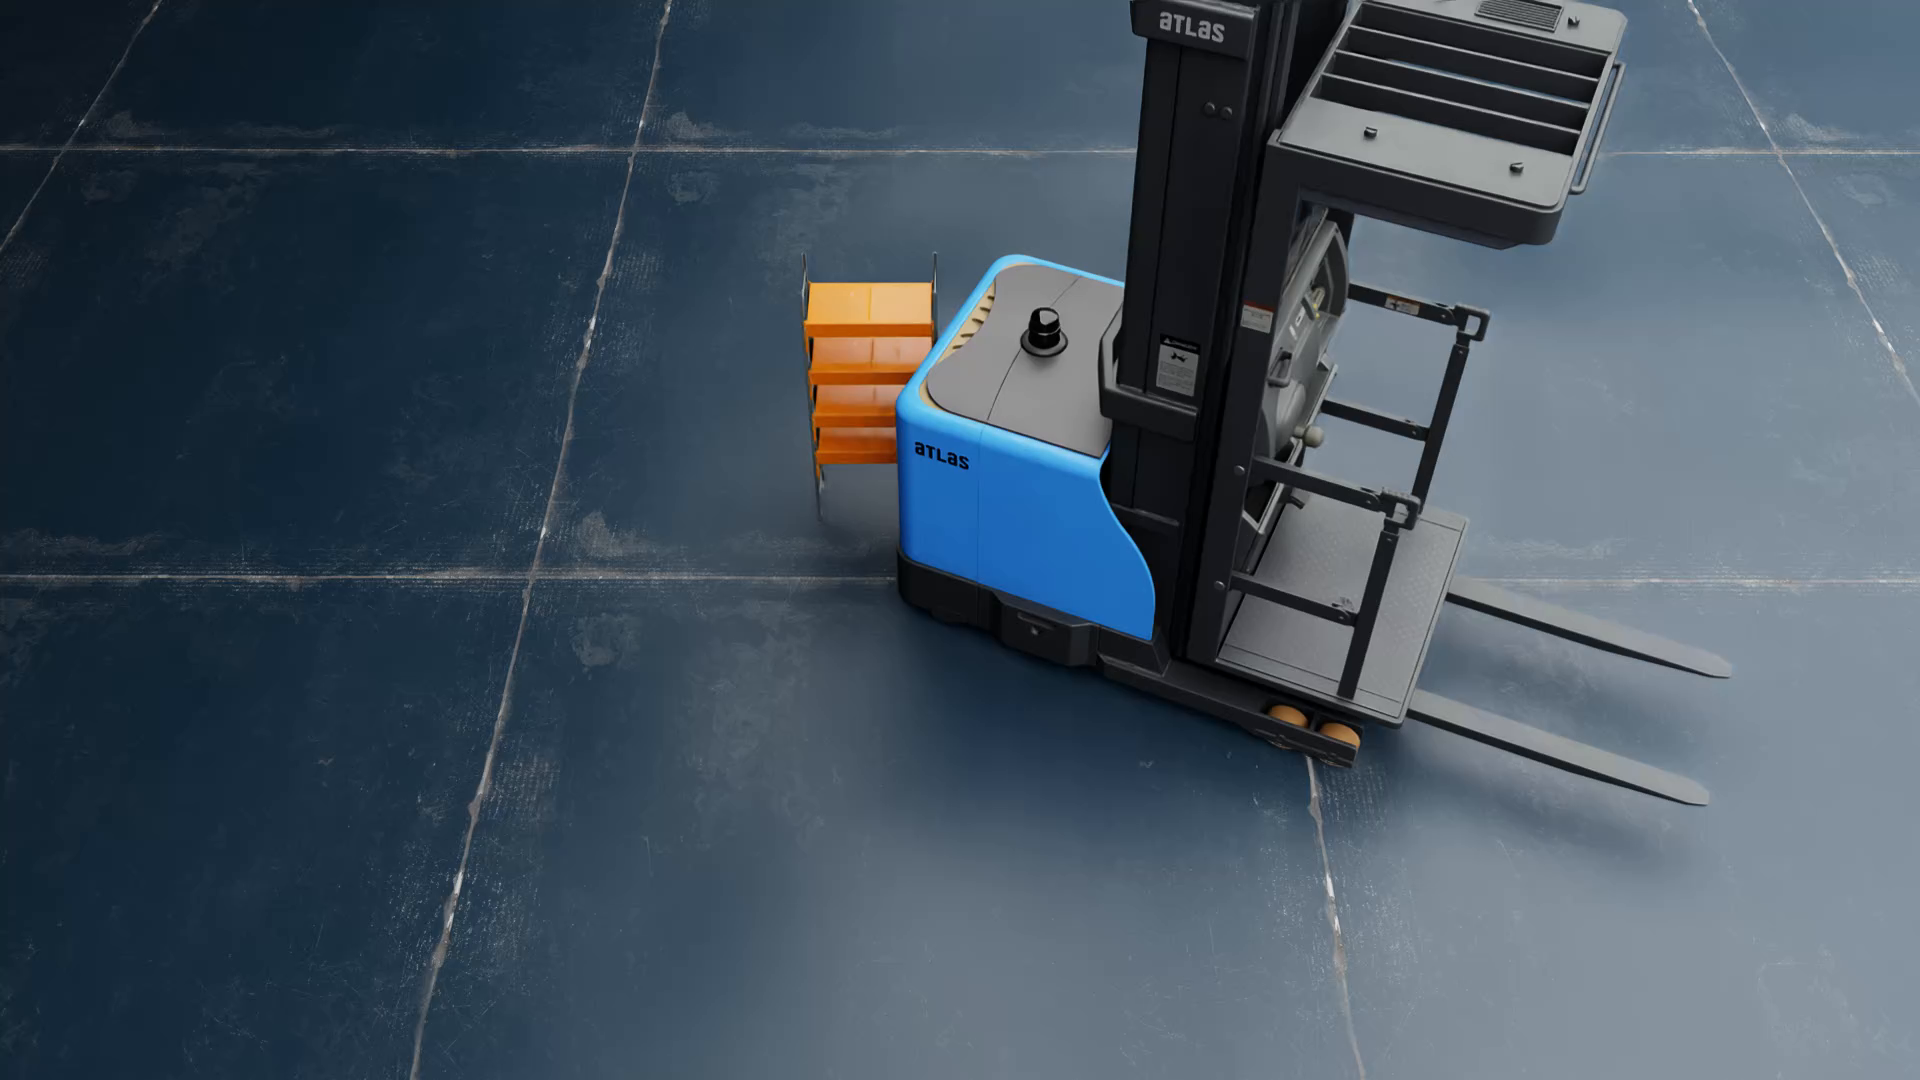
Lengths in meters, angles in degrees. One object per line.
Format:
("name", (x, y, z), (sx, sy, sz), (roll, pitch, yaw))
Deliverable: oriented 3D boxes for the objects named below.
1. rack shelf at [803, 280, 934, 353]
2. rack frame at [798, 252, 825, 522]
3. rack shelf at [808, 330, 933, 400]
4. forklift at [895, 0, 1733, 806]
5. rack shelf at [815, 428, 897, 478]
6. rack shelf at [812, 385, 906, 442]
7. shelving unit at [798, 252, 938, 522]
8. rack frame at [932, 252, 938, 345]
("rack shelf", (-0.337, -0.842, 6.258), (0.480, 0.148, 0.258), (0, 47, 0))
("rack frame", (-0.581, -0.573, 6.545), (0.015, 1.200, 0.240), (0, 47, 0))
("rack shelf", (-0.337, -0.681, 6.431), (0.480, 0.148, 0.258), (0, 47, 0))
("forklift", (1.317, -0.620, 5.406), (3.031, 2.935, 1.130), (18, 50, 16))
("rack shelf", (-0.337, -0.393, 6.740), (0.480, 0.148, 0.258), (0, 47, 0))
("rack shelf", (-0.337, -0.528, 6.595), (0.480, 0.148, 0.258), (0, 47, 0))
("shelving unit", (-0.337, -0.574, 6.545), (0.503, 1.200, 0.258), (0, 47, 0))
("rack frame", (-0.093, -0.574, 6.546), (0.015, 1.200, 0.240), (0, 47, 0))
